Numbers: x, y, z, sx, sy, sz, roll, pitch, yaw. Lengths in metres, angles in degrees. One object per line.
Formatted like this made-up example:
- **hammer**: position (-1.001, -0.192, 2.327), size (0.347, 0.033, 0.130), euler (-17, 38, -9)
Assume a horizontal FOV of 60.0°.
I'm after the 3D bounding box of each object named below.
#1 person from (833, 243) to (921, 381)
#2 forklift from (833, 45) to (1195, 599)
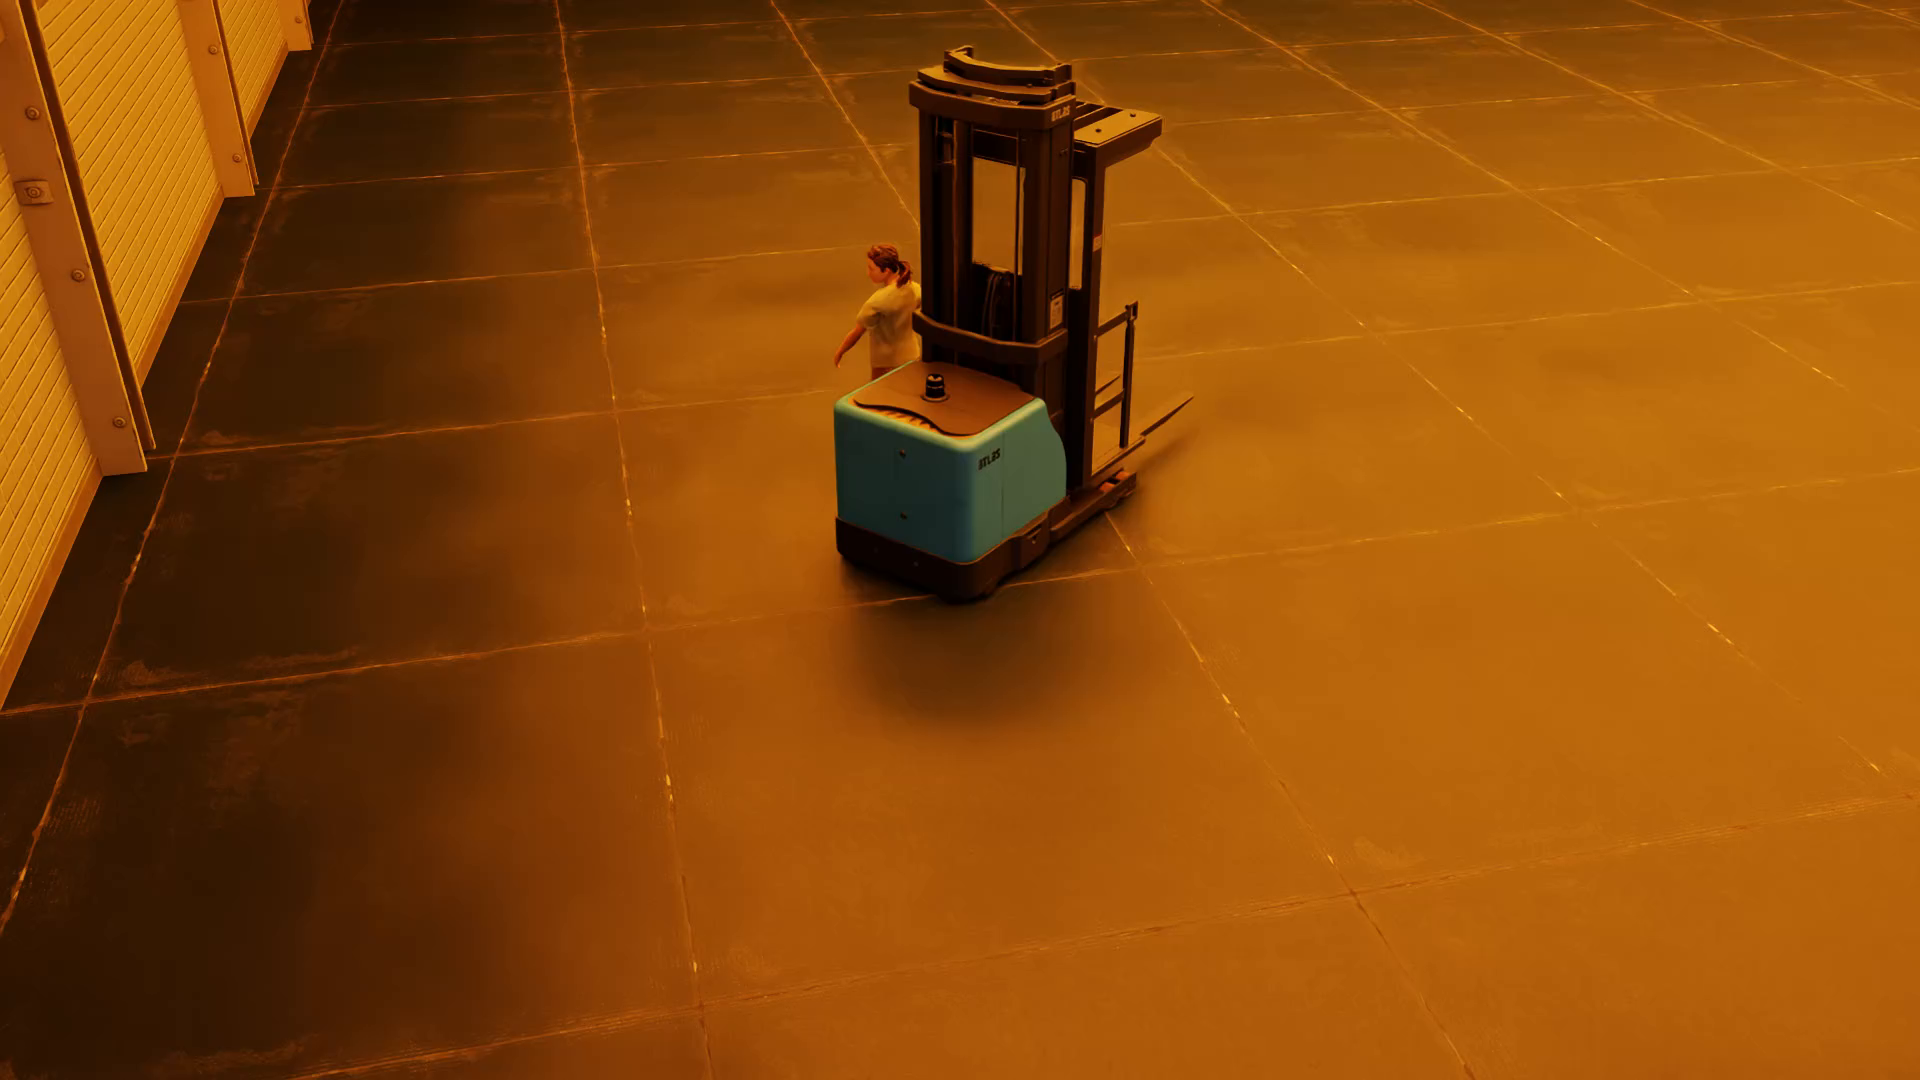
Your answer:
- **person**: position (-0.488, -1.208, 10.978), size (0.845, 1.644, 0.653), euler (24, 37, 35)
- **forklift**: position (0.512, -1.605, 10.348), size (1.130, 2.935, 3.031), euler (20, 36, 31)
